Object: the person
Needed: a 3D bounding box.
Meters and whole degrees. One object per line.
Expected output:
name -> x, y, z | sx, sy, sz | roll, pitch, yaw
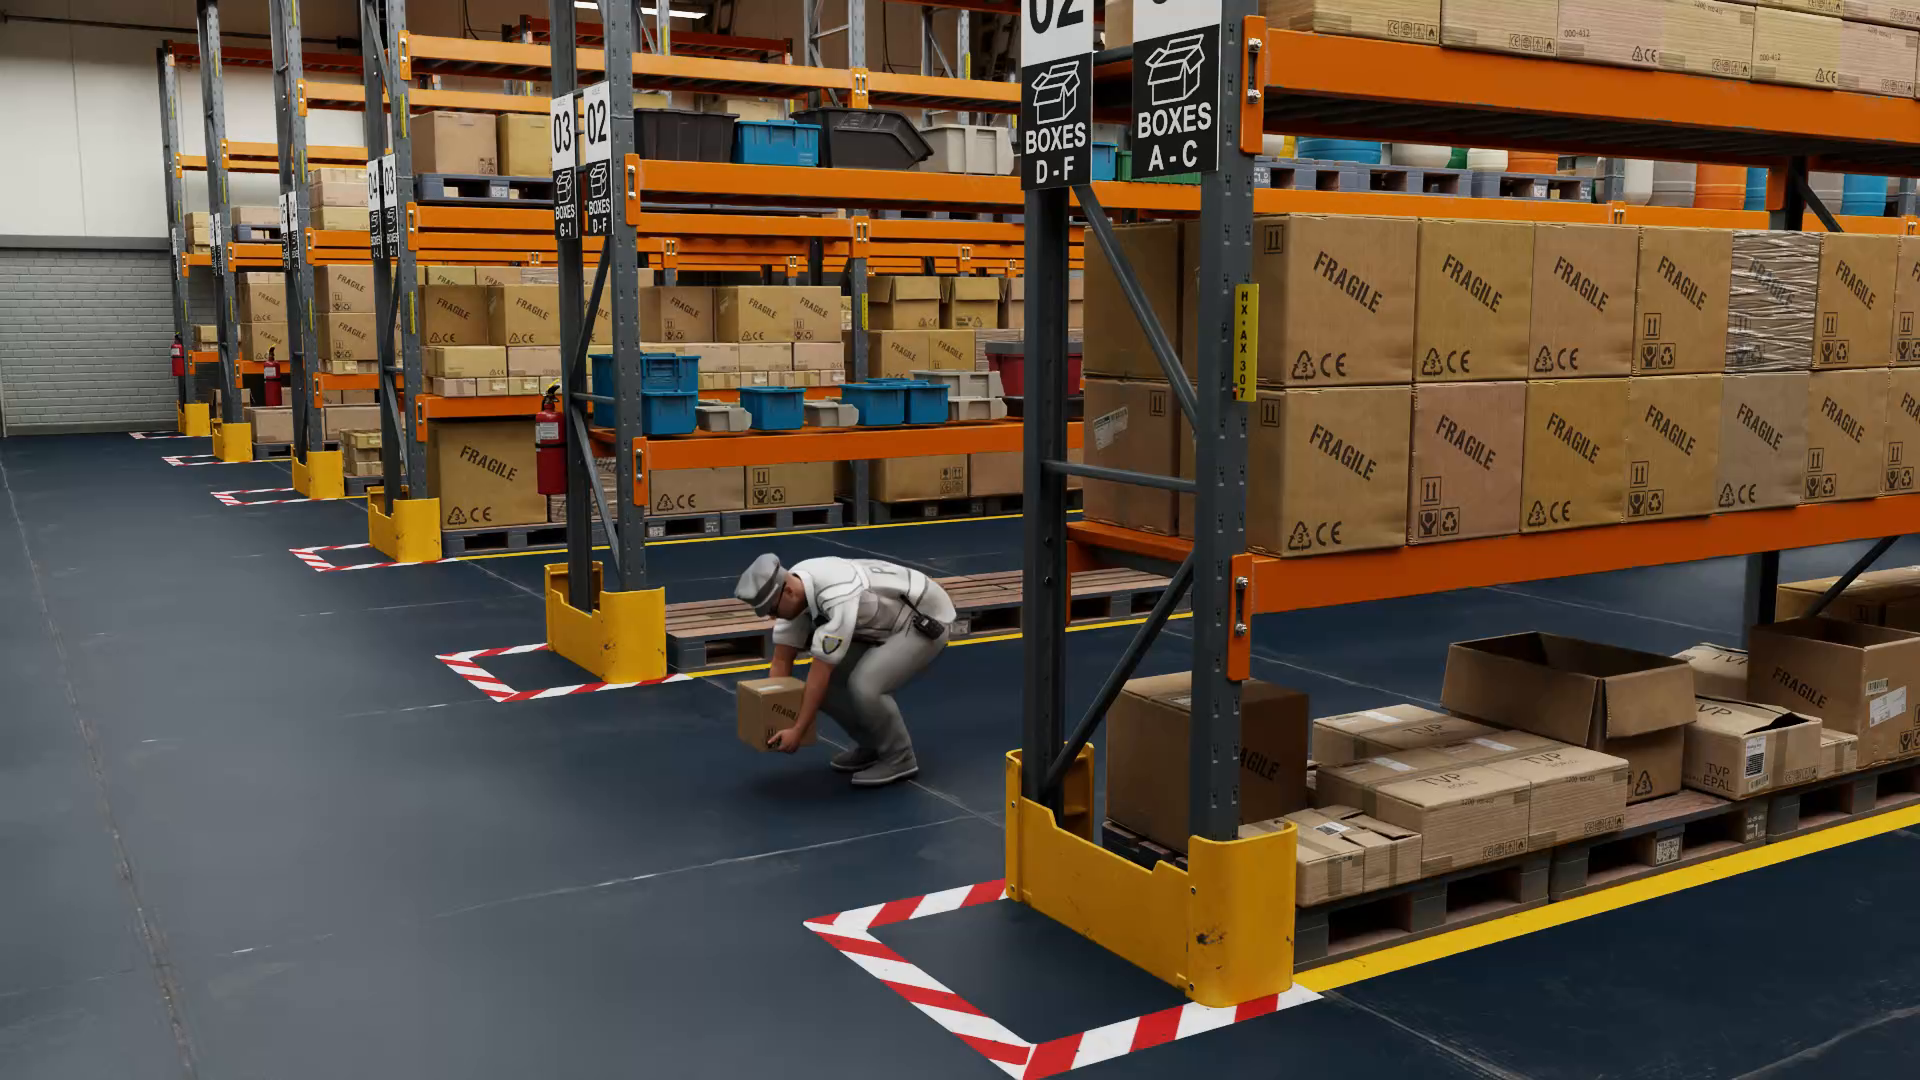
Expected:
person -> -0.501, 0.535, 7.147 | 1.019, 1.021, 0.529 | -5, 10, -33
